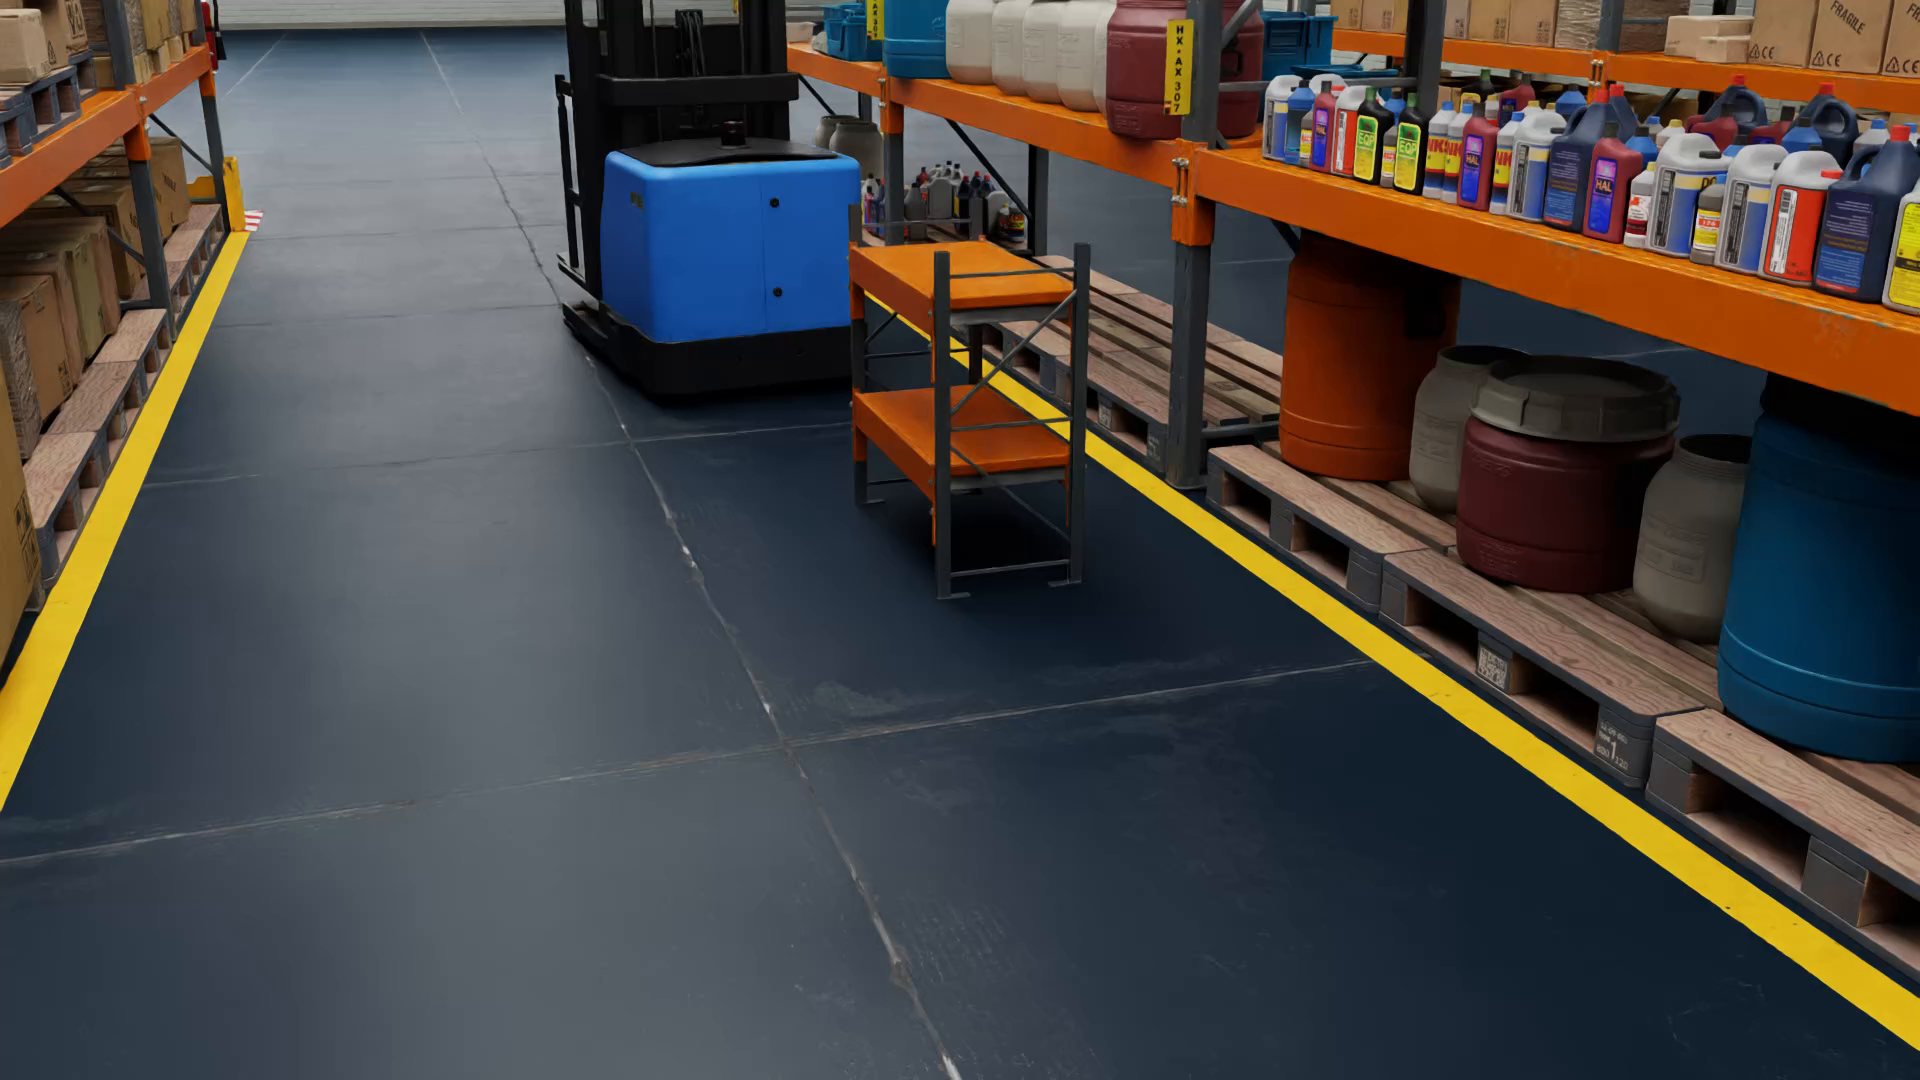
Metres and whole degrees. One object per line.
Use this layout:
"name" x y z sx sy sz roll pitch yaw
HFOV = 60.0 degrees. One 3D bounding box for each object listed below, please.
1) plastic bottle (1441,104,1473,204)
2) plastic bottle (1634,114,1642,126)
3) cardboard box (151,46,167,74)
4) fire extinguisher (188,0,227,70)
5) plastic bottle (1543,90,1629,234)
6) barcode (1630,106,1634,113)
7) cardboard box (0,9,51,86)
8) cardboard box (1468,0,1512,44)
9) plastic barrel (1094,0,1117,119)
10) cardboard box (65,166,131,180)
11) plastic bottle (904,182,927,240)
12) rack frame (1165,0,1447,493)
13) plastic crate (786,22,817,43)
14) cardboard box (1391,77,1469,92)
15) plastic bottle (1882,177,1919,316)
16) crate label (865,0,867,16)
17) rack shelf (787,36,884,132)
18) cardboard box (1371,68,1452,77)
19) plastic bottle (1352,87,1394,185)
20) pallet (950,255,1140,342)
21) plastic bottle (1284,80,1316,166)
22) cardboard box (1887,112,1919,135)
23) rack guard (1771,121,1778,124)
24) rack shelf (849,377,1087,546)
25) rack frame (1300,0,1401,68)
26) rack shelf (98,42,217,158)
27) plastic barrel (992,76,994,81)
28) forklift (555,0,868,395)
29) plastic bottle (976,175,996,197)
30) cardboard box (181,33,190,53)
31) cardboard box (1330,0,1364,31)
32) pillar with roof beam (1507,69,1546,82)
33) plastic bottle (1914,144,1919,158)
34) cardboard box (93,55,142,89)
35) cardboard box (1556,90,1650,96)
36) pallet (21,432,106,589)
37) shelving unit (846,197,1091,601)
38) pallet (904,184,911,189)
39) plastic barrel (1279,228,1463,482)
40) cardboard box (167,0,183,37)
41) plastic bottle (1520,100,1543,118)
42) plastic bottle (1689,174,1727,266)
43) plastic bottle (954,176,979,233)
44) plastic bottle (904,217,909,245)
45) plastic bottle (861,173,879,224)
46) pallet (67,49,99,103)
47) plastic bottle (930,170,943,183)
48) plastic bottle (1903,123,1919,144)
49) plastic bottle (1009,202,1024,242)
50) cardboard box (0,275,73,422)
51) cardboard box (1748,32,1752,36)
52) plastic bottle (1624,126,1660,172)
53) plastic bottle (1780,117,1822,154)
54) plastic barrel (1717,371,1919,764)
"plastic bottle" 1.430 -1.097 4.724 0.097 0.271 0.097 0 20 0
"plastic bottle" 2.076 -1.221 5.171 0.097 0.201 0.097 0 20 0
"cardboard box" -4.740 -2.731 9.453 0.380 0.149 0.250 -6 21 -17
"fire extinguisher" -5.515 -3.758 12.056 0.296 0.674 0.183 -6 21 -17
"plastic bottle" 1.611 -0.975 4.265 0.144 0.351 0.185 -6 21 -17
"barcode" 4.431 -2.833 10.993 0.001 0.075 0.075 -6 21 -17
"cardboard box" -3.711 -1.831 6.177 0.500 0.250 0.500 -7 21 -19
"cardboard box" 4.274 -3.995 12.454 0.700 0.500 0.500 -6 21 -16
"plastic barrel" 0.773 -2.028 6.959 0.421 0.512 0.421 0 20 0
"cardboard box" -5.204 -1.953 9.993 0.500 0.500 0.500 -8 21 -22
"plastic bottle" -0.297 -2.103 10.602 0.144 0.351 0.185 -6 21 -17
"rack frame" 1.300 -1.668 6.122 1.000 3.000 0.127 -6 21 -17
"plastic crate" -1.239 -3.790 12.420 0.298 0.136 0.250 -6 21 -17
"cardboard box" 3.774 -3.501 13.565 0.500 0.500 0.500 -6 21 -17
"plastic bottle" 1.957 -0.621 3.281 0.144 0.351 0.185 -6 21 -17
"crate label" -0.380 -3.690 11.699 0.502 0.435 0.616 -6 21 -17
"rack shelf" -0.586 -3.255 11.604 1.077 0.370 4.000 -6 21 -17
"cardboard box" 3.940 -3.876 14.608 0.500 0.500 0.500 -6 21 -17
"plastic bottle" 1.273 -1.243 5.113 0.061 0.283 0.133 -6 21 -17
"pallet" 0.326 -1.391 9.477 1.003 0.211 1.213 -6 21 -17
"plastic bottle" 1.139 -1.394 5.550 0.097 0.271 0.097 0 20 0
"cardboard box" 8.684 -3.663 14.724 0.700 0.500 0.500 -8 21 -21
"rack guard" 8.214 -4.087 16.555 1.175 0.500 0.348 -6 21 -17
"rack shelf" 0.002 -0.297 5.803 0.538 0.278 1.000 -6 21 -17
"rack frame" 3.489 -4.760 14.732 1.000 3.000 0.127 -6 21 -17
"rack shelf" -5.288 -2.728 10.139 1.077 0.370 4.000 -6 21 -17
"plastic barrel" 0.313 -2.445 8.491 0.301 0.262 0.301 0 20 0
"forklift" -1.511 -2.497 8.532 1.130 2.935 3.031 -9 22 -23
"plastic bottle" 0.183 -2.215 10.913 0.144 0.351 0.185 -6 21 -16
"cardboard box" -5.426 -3.366 11.222 0.380 0.149 0.250 -6 21 -17
"cardboard box" 3.623 -4.656 14.294 0.700 0.500 0.500 -6 21 -17
"pillar with roof beam" 3.259 -9.446 18.904 9.100 9.000 0.400 -6 21 -17
"plastic bottle" 2.036 -0.696 3.489 0.144 0.351 0.185 -6 21 -17
"cardboard box" -4.442 -2.408 8.554 0.380 0.149 0.250 -6 21 -17
"cardboard box" 4.733 -3.075 12.376 0.500 0.500 0.500 -6 21 -17
"pallet" -3.647 -0.080 5.827 1.003 0.211 1.213 -6 21 -17
"shelving unit" 0.002 -0.527 5.720 0.538 1.125 1.048 -6 21 -17
"pallet" -0.896 -2.642 12.960 1.003 0.211 1.213 -6 21 -17
"plastic barrel" 1.470 -0.689 5.986 0.600 0.830 0.708 -6 21 -17
"cardboard box" -5.383 -3.404 10.367 0.875 0.500 0.500 -6 21 -17
"plastic bottle" 1.923 -1.377 5.606 0.097 0.201 0.097 0 20 0
"plastic bottle" 1.748 -0.739 3.831 0.097 0.201 0.097 0 20 0
"plastic bottle" 0.046 -2.200 10.871 0.144 0.351 0.185 -6 21 -17
"plastic bottle" -0.368 -1.925 10.327 0.097 0.201 0.097 0 20 0
"plastic bottle" -0.596 -2.253 11.019 0.144 0.351 0.185 -7 21 -18
"pallet" -4.557 -2.074 7.537 1.003 0.211 1.213 -6 21 -17
"plastic bottle" -0.125 -2.489 11.787 0.152 0.276 0.135 -7 21 -19
"plastic bottle" 2.399 -0.924 4.243 0.097 0.271 0.097 0 20 0
"plastic bottle" 0.358 -2.023 10.497 0.097 0.271 0.097 0 20 0
"cardboard box" -4.003 -0.743 6.594 0.700 0.500 0.500 -5 20 -13
"cardboard box" 5.197 -3.151 10.449 0.396 0.266 0.258 -7 21 -19
"plastic bottle" 1.691 -0.896 4.164 0.097 0.271 0.097 0 20 0
"plastic bottle" 2.201 -0.971 4.374 0.097 0.271 0.097 0 20 0
"plastic barrel" 2.179 0.002 3.956 0.600 0.901 0.708 -6 21 -17
